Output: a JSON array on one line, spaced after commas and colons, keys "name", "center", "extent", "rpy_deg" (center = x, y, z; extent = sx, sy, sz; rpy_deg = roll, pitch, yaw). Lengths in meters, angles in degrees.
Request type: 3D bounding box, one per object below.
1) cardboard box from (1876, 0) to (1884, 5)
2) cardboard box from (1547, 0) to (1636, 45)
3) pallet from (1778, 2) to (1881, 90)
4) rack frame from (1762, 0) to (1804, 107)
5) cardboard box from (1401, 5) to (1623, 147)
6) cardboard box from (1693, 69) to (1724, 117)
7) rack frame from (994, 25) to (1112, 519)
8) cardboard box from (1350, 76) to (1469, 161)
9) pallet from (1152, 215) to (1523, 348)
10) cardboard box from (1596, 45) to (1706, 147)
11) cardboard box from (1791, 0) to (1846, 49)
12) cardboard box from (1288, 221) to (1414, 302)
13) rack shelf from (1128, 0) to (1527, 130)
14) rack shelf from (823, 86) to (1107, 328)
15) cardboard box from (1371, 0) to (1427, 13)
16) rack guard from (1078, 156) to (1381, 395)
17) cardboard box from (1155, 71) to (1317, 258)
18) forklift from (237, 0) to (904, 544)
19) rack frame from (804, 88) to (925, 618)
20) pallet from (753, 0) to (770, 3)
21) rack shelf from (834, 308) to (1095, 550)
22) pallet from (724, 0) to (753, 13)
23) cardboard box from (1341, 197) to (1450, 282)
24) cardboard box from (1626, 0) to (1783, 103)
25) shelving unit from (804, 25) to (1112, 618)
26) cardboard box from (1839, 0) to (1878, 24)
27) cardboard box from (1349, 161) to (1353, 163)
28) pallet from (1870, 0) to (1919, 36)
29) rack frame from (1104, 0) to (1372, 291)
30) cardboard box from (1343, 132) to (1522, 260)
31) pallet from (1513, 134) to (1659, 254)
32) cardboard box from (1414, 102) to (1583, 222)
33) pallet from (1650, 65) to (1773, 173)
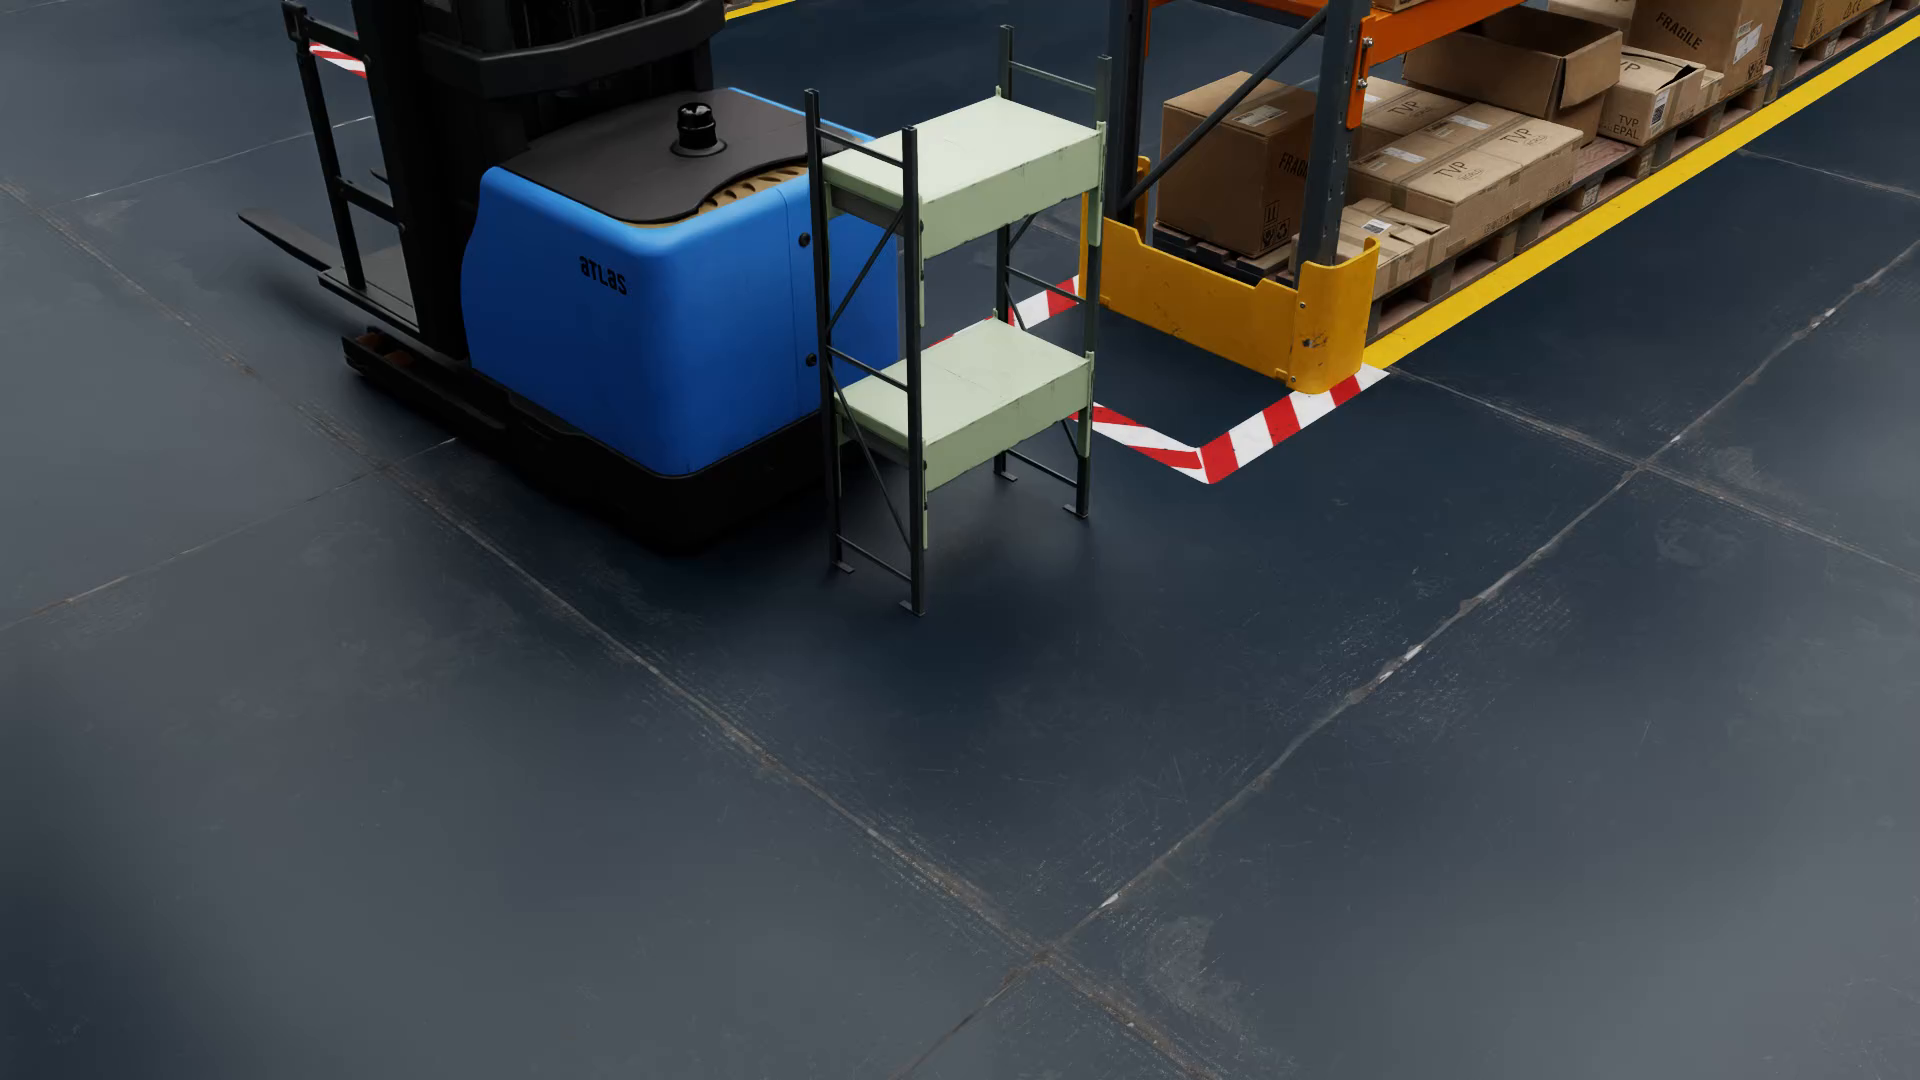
[{"name": "cardboard box", "center": [4.984, -3.312, 9.177], "extent": [0.500, 0.500, 0.500], "rpy_deg": [-29, 44, -35]}, {"name": "cardboard box", "center": [3.296, -2.632, 8.367], "extent": [0.500, 0.311, 0.500], "rpy_deg": [30, 45, 35]}, {"name": "pallet", "center": [4.292, -2.839, 9.136], "extent": [1.003, 0.211, 1.213], "rpy_deg": [30, 45, 35]}, {"name": "rack frame", "center": [3.745, -3.637, 7.843], "extent": [1.000, 3.000, 0.127], "rpy_deg": [30, 45, 35]}, {"name": "cardboard box", "center": [2.425, -2.029, 7.335], "extent": [0.797, 0.503, 0.637], "rpy_deg": [30, 45, 35]}, {"name": "cardboard box", "center": [3.324, -2.126, 7.785], "extent": [0.380, 0.149, 0.250], "rpy_deg": [30, 45, 35]}, {"name": "rack frame", "center": [0.263, -0.766, 5.038], "extent": [0.400, 1.500, 0.023], "rpy_deg": [30, 45, 35]}, {"name": "cardboard box", "center": [1.826, -1.760, 7.170], "extent": [0.500, 0.250, 0.500], "rpy_deg": [30, 45, 35]}, {"name": "pallet", "center": [1.542, -1.225, 6.822], "extent": [1.003, 0.211, 1.213], "rpy_deg": [30, 45, 35]}, {"name": "cardboard box", "center": [3.017, -2.065, 7.555], "extent": [0.500, 0.311, 0.500], "rpy_deg": [30, 45, 35]}, {"name": "cardboard box", "center": [4.259, -2.891, 8.573], "extent": [0.500, 0.500, 0.500], "rpy_deg": [27, 43, 33]}, {"name": "cardboard box", "center": [1.466, -1.056, 6.250], "extent": [0.380, 0.149, 0.250], "rpy_deg": [30, 45, 35]}, {"name": "rack shelf", "center": [2.336, -2.530, 6.885], "extent": [1.077, 0.370, 4.000], "rpy_deg": [30, 45, 35]}, {"name": "rack shelf", "center": [0.005, -0.938, 4.602], "extent": [0.431, 0.370, 0.720], "rpy_deg": [30, 45, 35]}, {"name": "cardboard box", "center": [1.427, -2.129, 5.592], "extent": [0.500, 0.500, 0.500], "rpy_deg": [-29, 44, -35]}, {"name": "rack guard", "center": [0.981, -1.019, 6.274], "extent": [1.175, 0.500, 0.348], "rpy_deg": [30, 45, 35]}, {"name": "cardboard box", "center": [1.135, -1.489, 6.563], "extent": [0.500, 0.500, 0.500], "rpy_deg": [30, 45, 35]}, {"name": "forklift", "center": [-1.610, -1.913, 5.431], "extent": [3.031, 2.935, 1.130], "rpy_deg": [28, 43, 34]}, {"name": "rack frame", "center": [-0.253, -0.469, 4.612], "extent": [0.400, 1.500, 0.023], "rpy_deg": [30, 45, 35]}, {"name": "pallet", "center": [-1.117, -3.680, 10.342], "extent": [1.003, 0.211, 1.213], "rpy_deg": [30, 45, 35]}, {"name": "rack shelf", "center": [0.005, -0.350, 5.011], "extent": [0.431, 0.370, 0.720], "rpy_deg": [30, 45, 35]}, {"name": "pallet", "center": [-1.977, -3.187, 9.635], "extent": [1.003, 0.211, 1.213], "rpy_deg": [30, 45, 35]}, {"name": "cardboard box", "center": [1.642, -1.165, 6.390], "extent": [0.380, 0.166, 0.250], "rpy_deg": [30, 45, 35]}, {"name": "cardboard box", "center": [3.545, -2.447, 7.937], "extent": [0.500, 0.500, 0.500], "rpy_deg": [30, 45, 35]}, {"name": "shelving unit", "center": [0.005, -0.618, 4.825], "extent": [0.431, 1.500, 0.755], "rpy_deg": [30, 45, 35]}, {"name": "cardboard box", "center": [4.627, -3.112, 8.890], "extent": [0.500, 0.500, 0.500], "rpy_deg": [-29, 44, -35]}, {"name": "cardboard box", "center": [1.485, -1.480, 6.842], "extent": [0.380, 0.166, 0.250], "rpy_deg": [30, 45, 35]}, {"name": "pallet", "center": [5.151, -3.337, 9.850], "extent": [1.003, 0.211, 1.213], "rpy_deg": [30, 45, 35]}, {"name": "rack frame", "center": [0.927, -2.014, 5.515], "extent": [1.000, 3.000, 0.127], "rpy_deg": [30, 45, 35]}, {"name": "cardboard box", "center": [1.864, -1.376, 6.619], "extent": [0.500, 0.250, 0.500], "rpy_deg": [30, 45, 35]}, {"name": "pallet", "center": [2.401, -1.717, 7.528], "extent": [1.003, 0.211, 1.213], "rpy_deg": [30, 45, 35]}, {"name": "cardboard box", "center": [2.216, -1.579, 6.910], "extent": [0.500, 0.250, 0.500], "rpy_deg": [30, 45, 35]}, {"name": "pallet", "center": [3.261, -2.215, 8.242], "extent": [1.003, 0.211, 1.213], "rpy_deg": [30, 45, 35]}]
